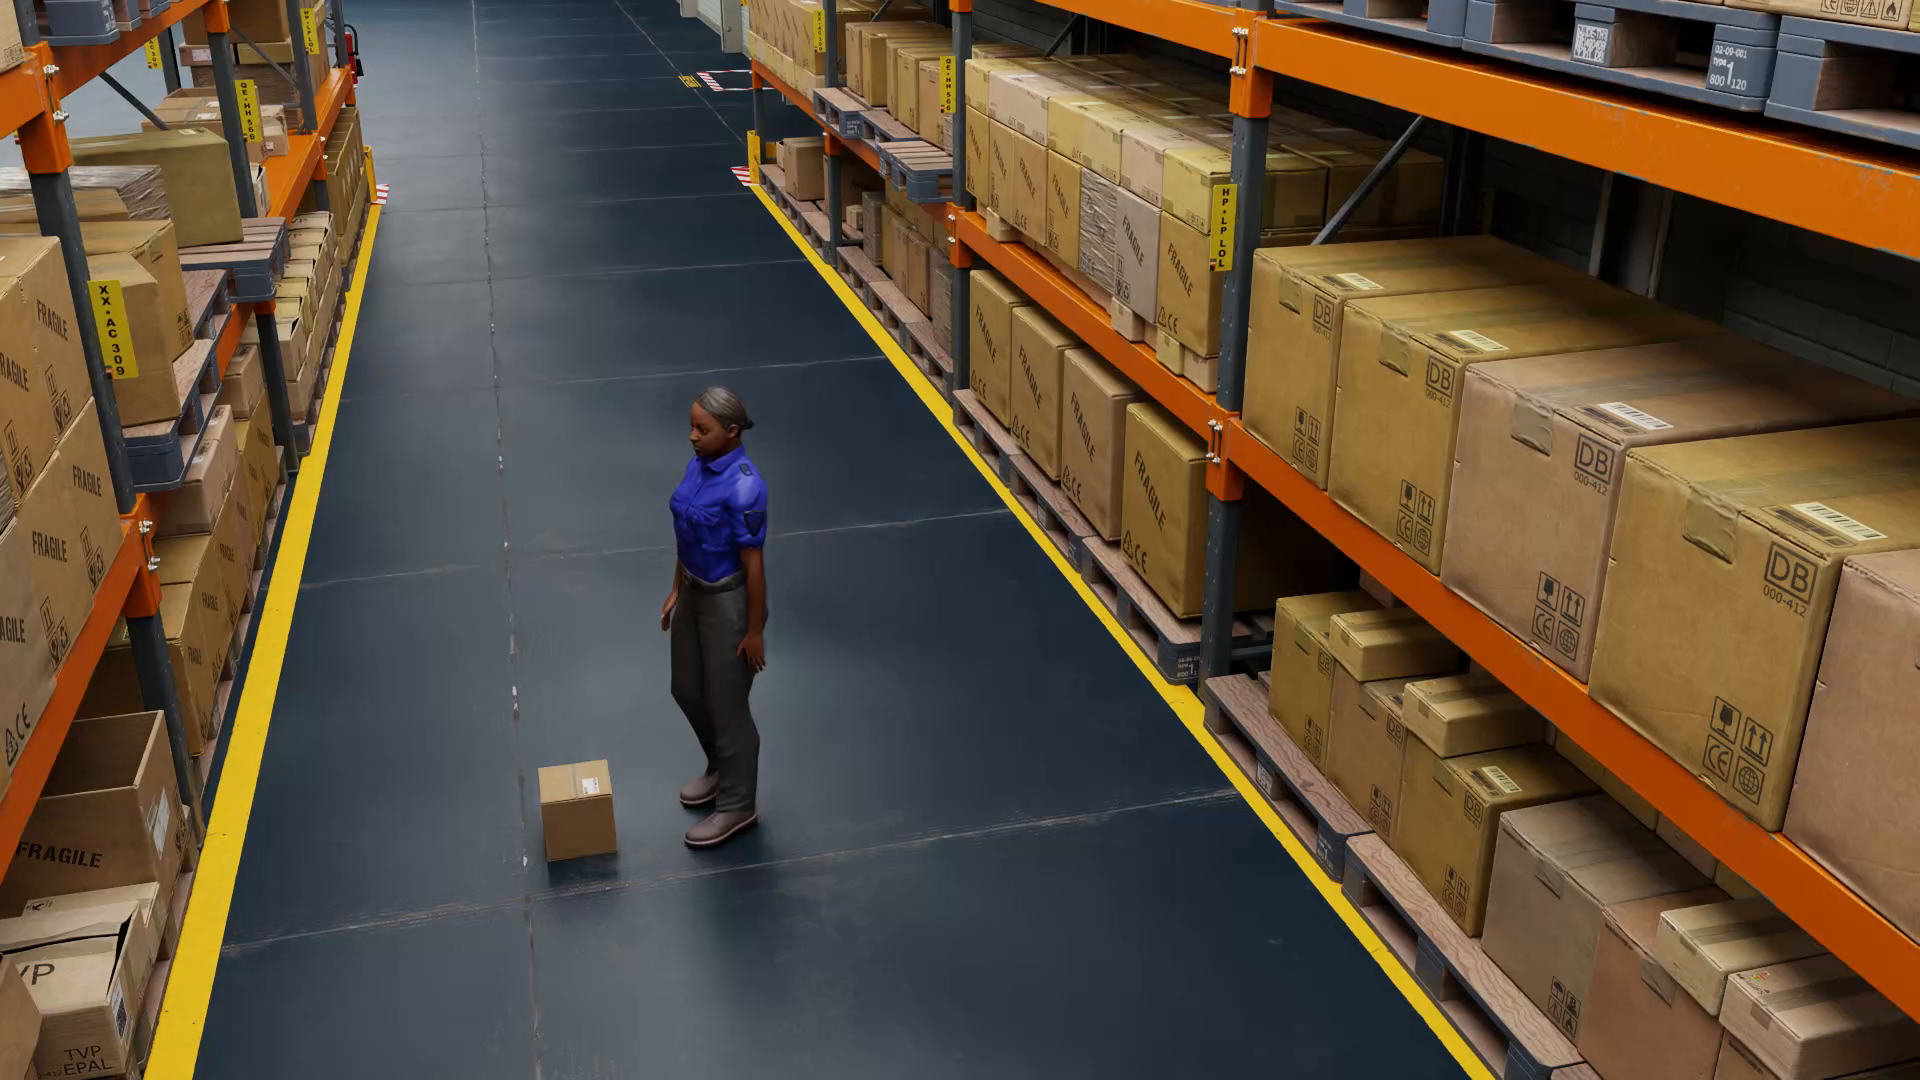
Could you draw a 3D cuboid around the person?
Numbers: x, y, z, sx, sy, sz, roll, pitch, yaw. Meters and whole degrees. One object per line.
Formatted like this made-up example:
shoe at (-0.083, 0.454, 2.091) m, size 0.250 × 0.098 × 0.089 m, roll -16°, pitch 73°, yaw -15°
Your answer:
person at (-0.924, 0.273, 5.904) m, size 0.370 × 1.662 × 0.464 m, roll -10°, pitch 25°, yaw -21°
